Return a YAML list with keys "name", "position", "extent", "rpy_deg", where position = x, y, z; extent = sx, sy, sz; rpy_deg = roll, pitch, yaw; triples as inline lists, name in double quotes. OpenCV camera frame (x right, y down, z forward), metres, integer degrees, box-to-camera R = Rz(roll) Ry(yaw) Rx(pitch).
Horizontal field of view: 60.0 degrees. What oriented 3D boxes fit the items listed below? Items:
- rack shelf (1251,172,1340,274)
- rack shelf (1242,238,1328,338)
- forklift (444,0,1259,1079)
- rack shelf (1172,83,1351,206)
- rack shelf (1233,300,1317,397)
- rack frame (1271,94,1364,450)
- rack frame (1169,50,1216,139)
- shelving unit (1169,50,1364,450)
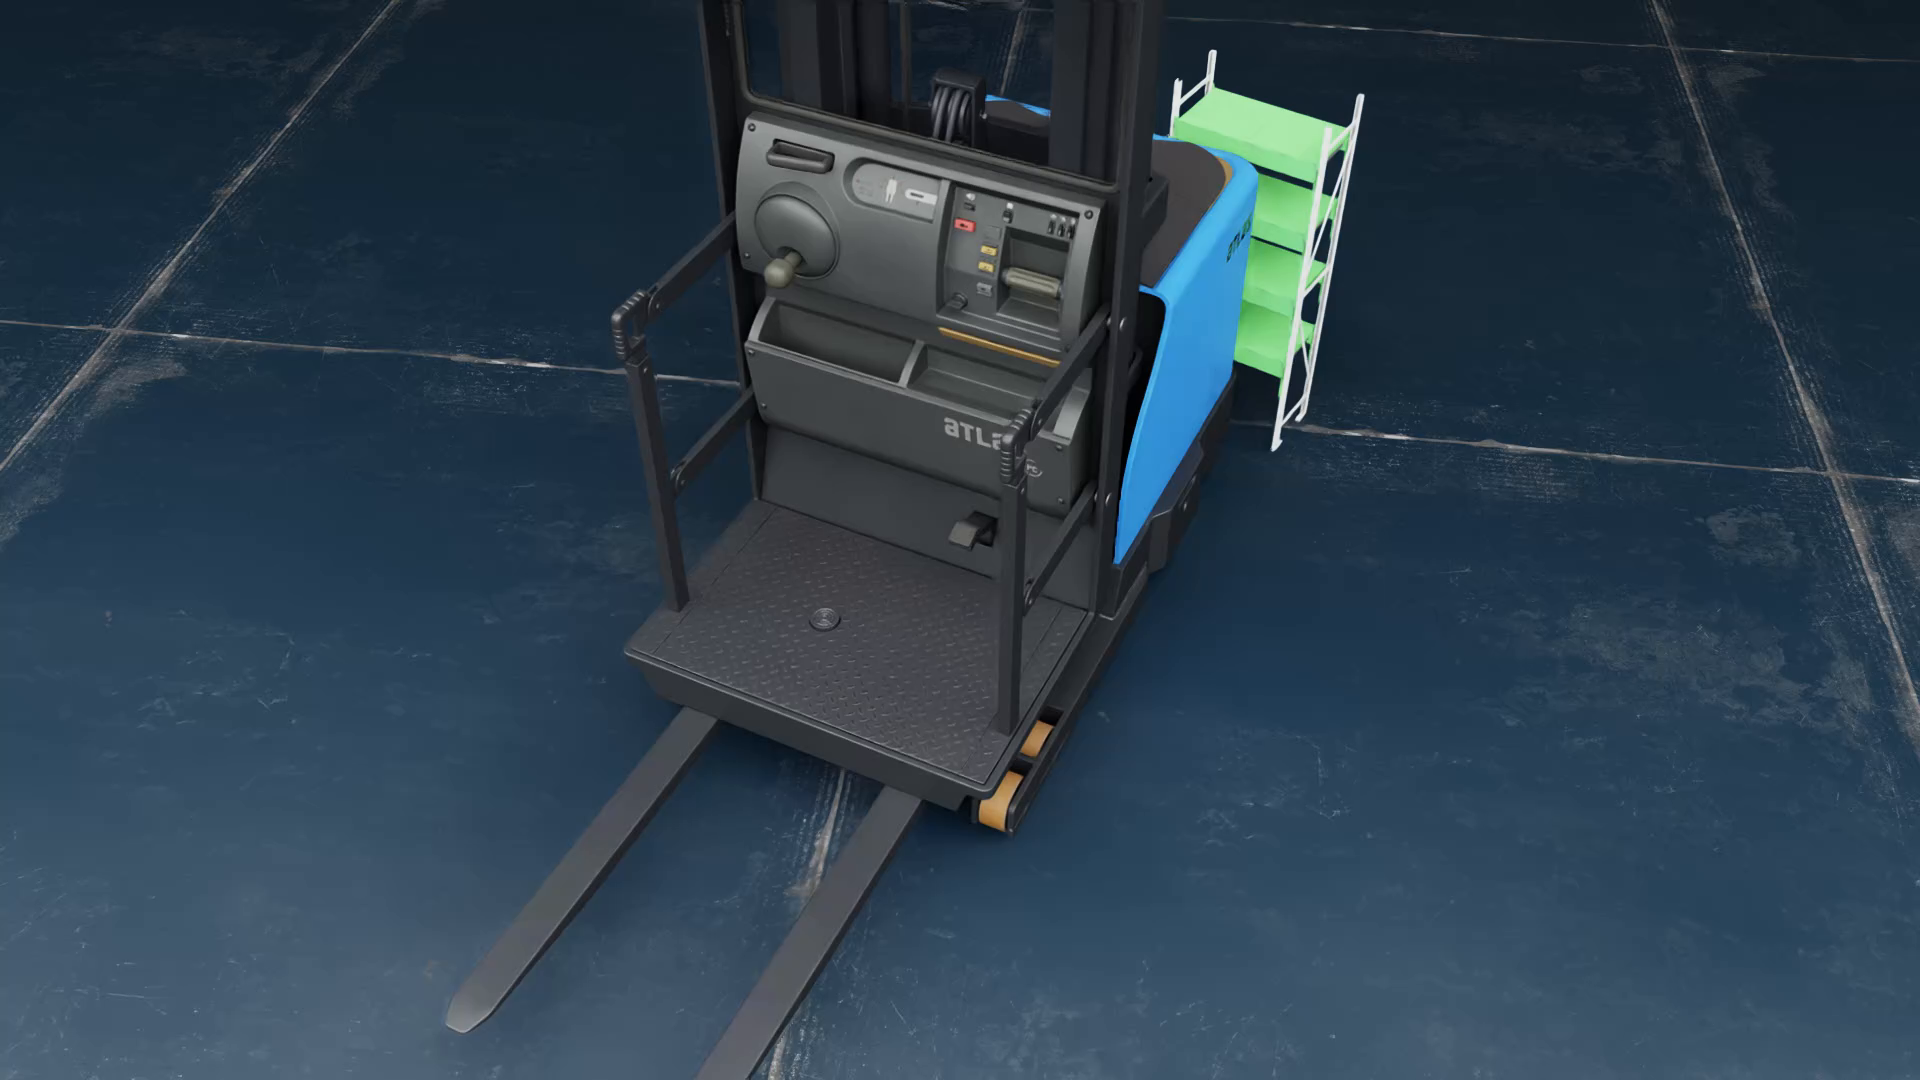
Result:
- name: "rack shelf"
  position: [0.914, -1.028, 5.207]
  extent: [0.480, 0.148, 0.258]
  rpy_deg: [25, 49, 24]
- name: "rack shelf"
  position: [0.914, -0.854, 5.372]
  extent: [0.480, 0.148, 0.258]
  rpy_deg: [25, 49, 24]
- name: "forklift"
  position: [-0.208, -0.640, 3.795]
  extent: [1.130, 2.935, 3.031]
  rpy_deg: [19, 46, 19]
- name: "rack shelf"
  position: [0.914, -1.203, 5.042]
  extent: [0.480, 0.148, 0.258]
  rpy_deg: [25, 49, 24]
- name: "rack shelf"
  position: [0.914, -0.680, 5.537]
  extent: [0.480, 0.148, 0.258]
  rpy_deg: [25, 49, 24]
- name: "rack frame"
  position: [1.116, -0.806, 5.229]
  extent: [0.015, 1.200, 0.240]
  rpy_deg: [25, 49, 24]
- name: "rack frame"
  position: [0.712, -0.994, 5.428]
  extent: [0.015, 1.200, 0.240]
  rpy_deg: [25, 49, 24]
- name: "shelving unit"
  position: [0.914, -0.900, 5.328]
  extent: [0.503, 1.200, 0.258]
  rpy_deg: [25, 49, 24]
